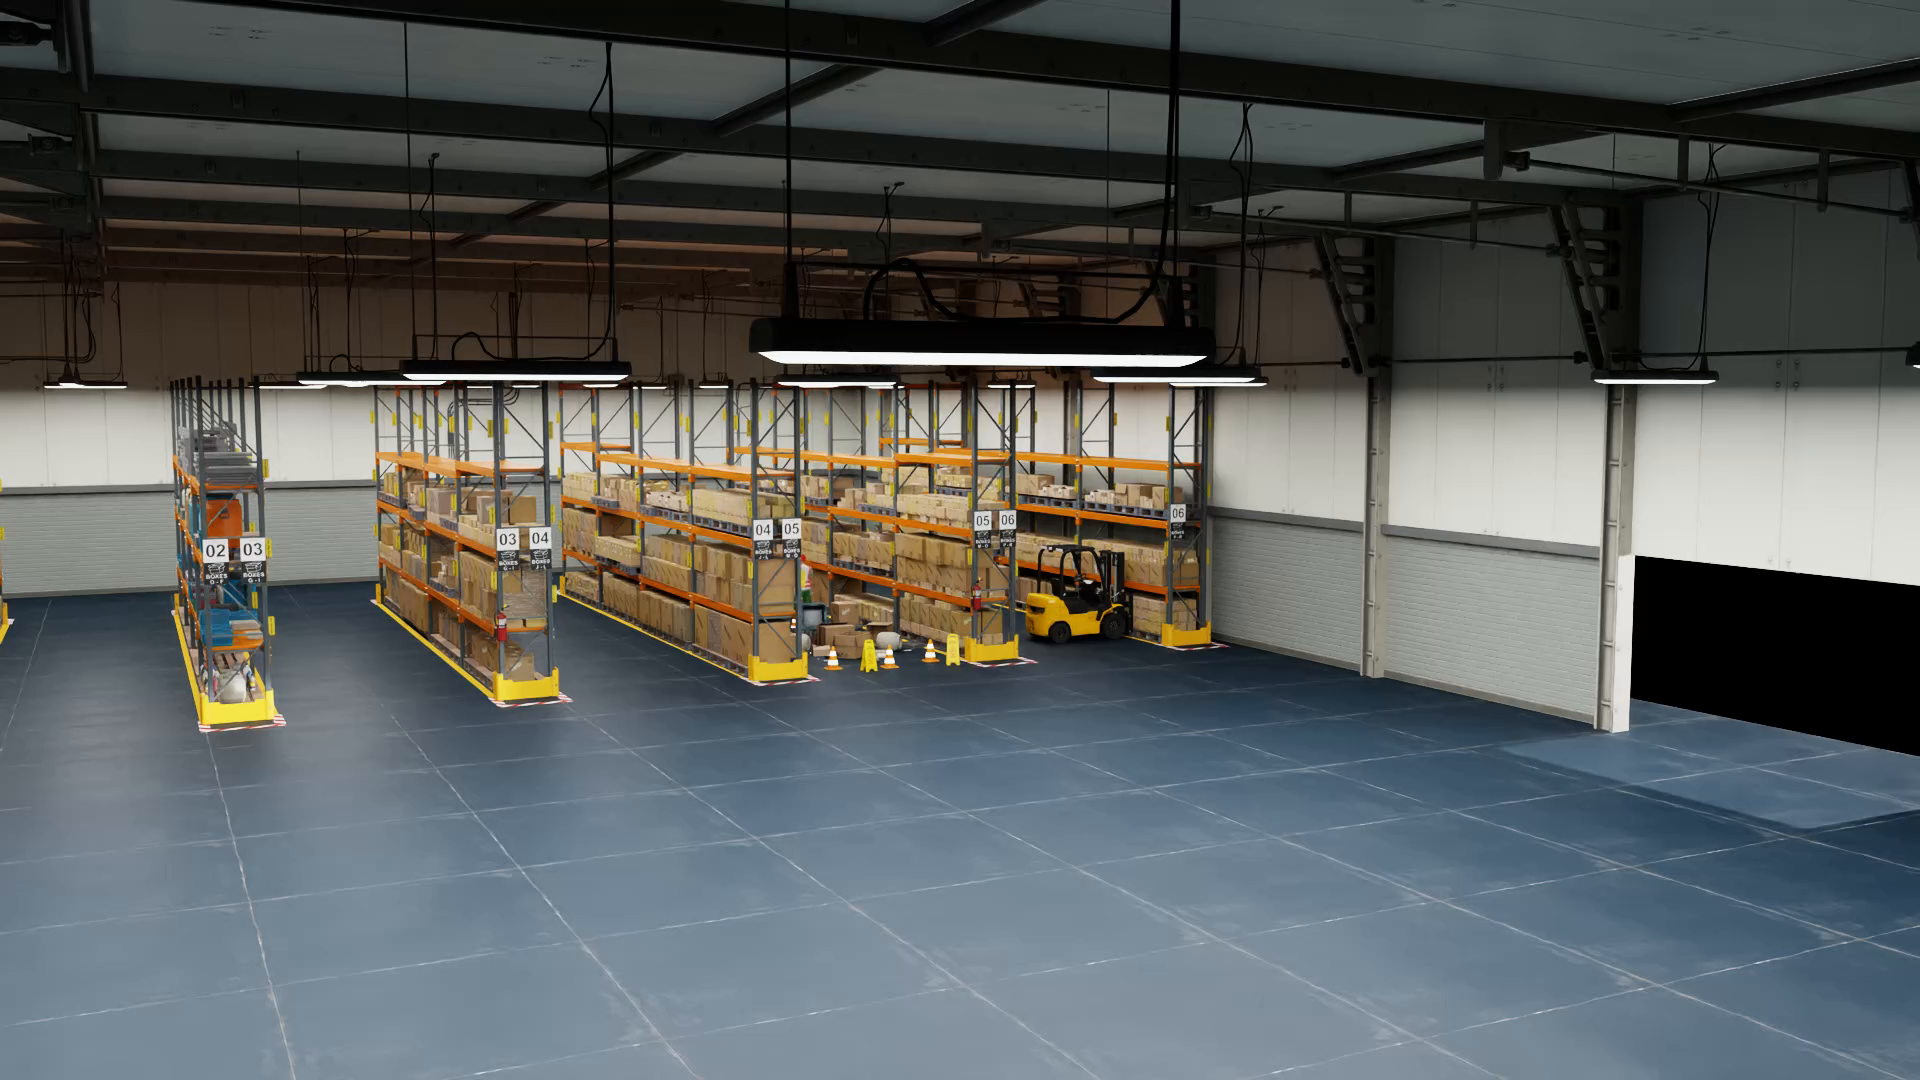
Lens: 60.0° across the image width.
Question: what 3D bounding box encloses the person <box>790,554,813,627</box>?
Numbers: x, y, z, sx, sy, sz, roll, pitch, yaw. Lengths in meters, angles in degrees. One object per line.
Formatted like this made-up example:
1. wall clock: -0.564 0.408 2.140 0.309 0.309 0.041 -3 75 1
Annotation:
1. person: -3.853 1.255 40.501 0.609 1.821 0.622 -4 6 -38
